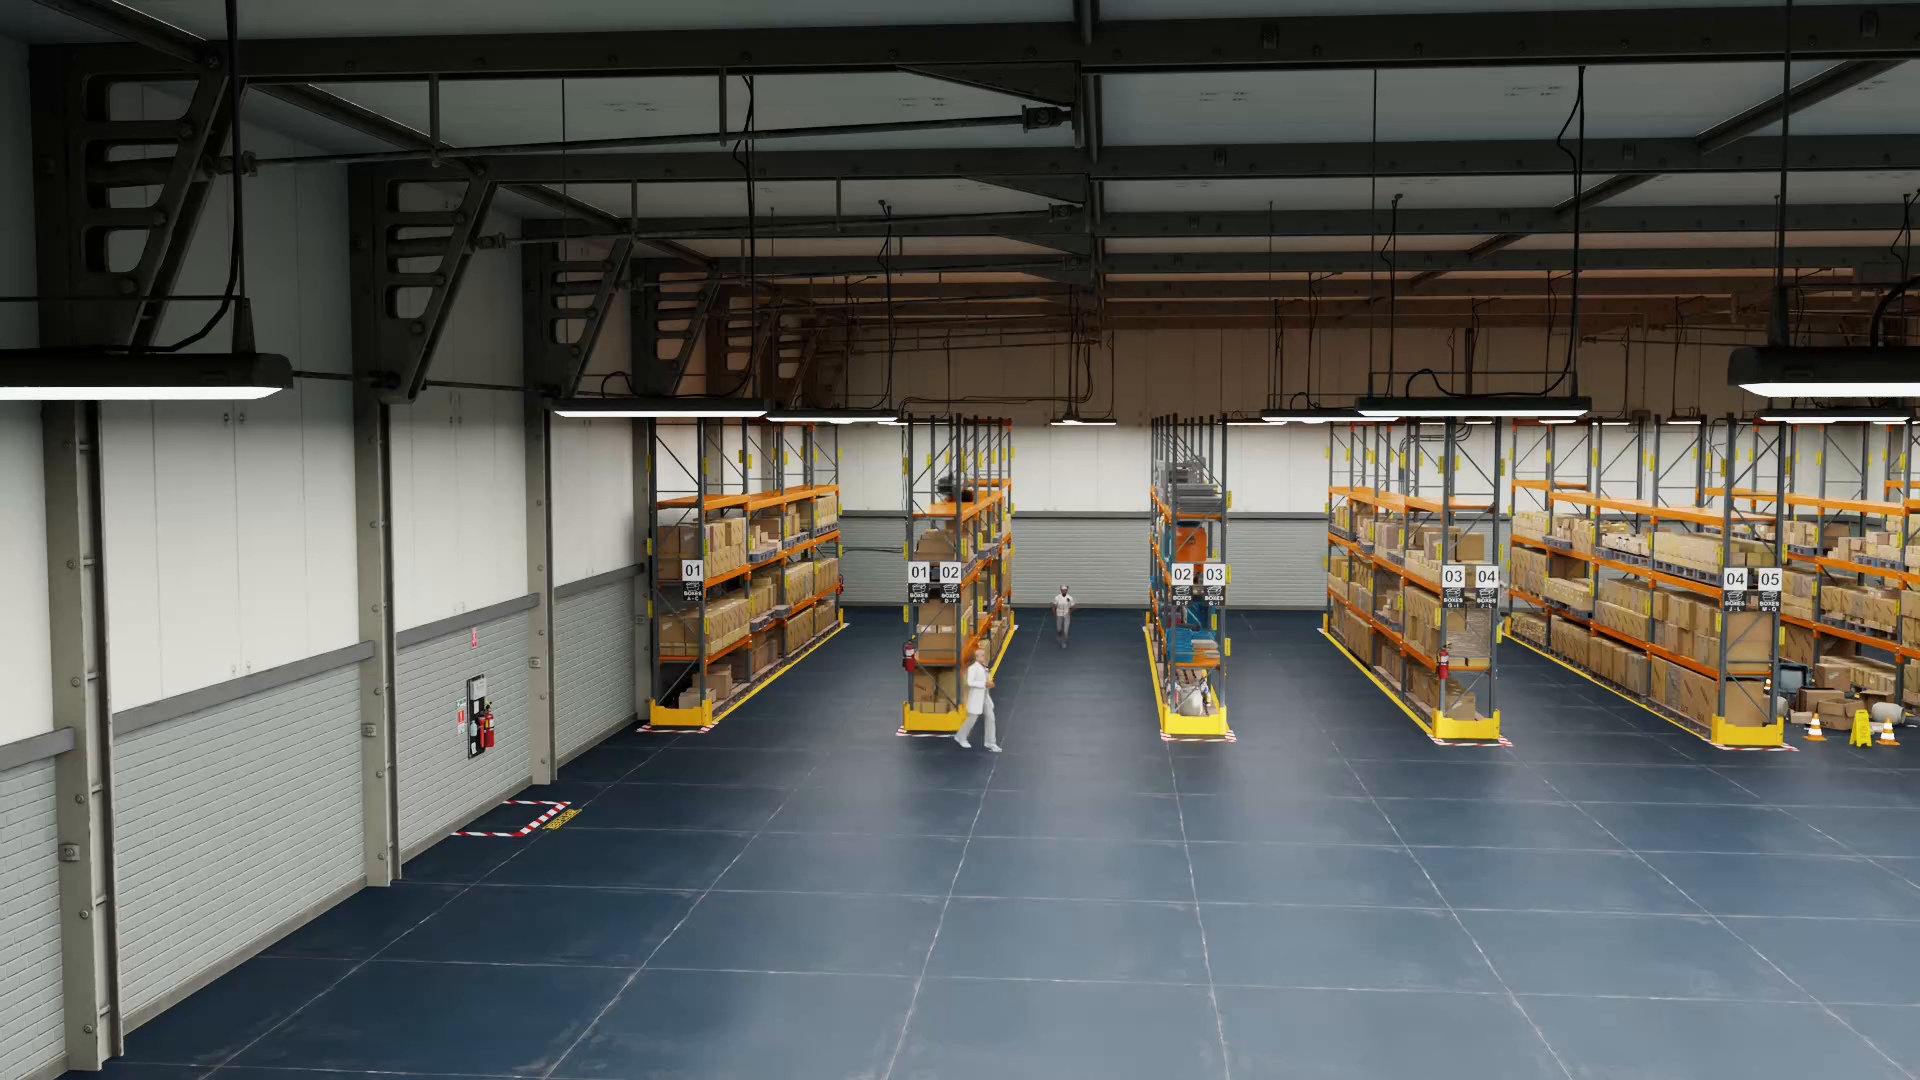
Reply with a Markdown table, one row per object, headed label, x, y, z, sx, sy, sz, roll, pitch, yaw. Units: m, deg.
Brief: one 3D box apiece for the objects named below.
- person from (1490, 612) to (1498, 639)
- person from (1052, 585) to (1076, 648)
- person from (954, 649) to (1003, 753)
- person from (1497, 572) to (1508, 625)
| label | x | y | z | sx | sy | sz | roll | pitch | yaw |
| --- | --- | --- | --- | --- | --- | --- | --- | --- | --- |
| person | 13.199 | 2.134 | 41.648 | 0.529 | 1.585 | 0.667 | 1 | 4 | 8 |
| person | 2.700 | 1.986 | 43.303 | 0.625 | 1.663 | 0.533 | 0 | 4 | 6 |
| person | 0.299 | 2.841 | 29.483 | 0.926 | 1.817 | 0.690 | 3 | 5 | 35 |
| person | 15.212 | 1.718 | 47.140 | 0.843 | 1.681 | 0.588 | -2 | 5 | -32 |
